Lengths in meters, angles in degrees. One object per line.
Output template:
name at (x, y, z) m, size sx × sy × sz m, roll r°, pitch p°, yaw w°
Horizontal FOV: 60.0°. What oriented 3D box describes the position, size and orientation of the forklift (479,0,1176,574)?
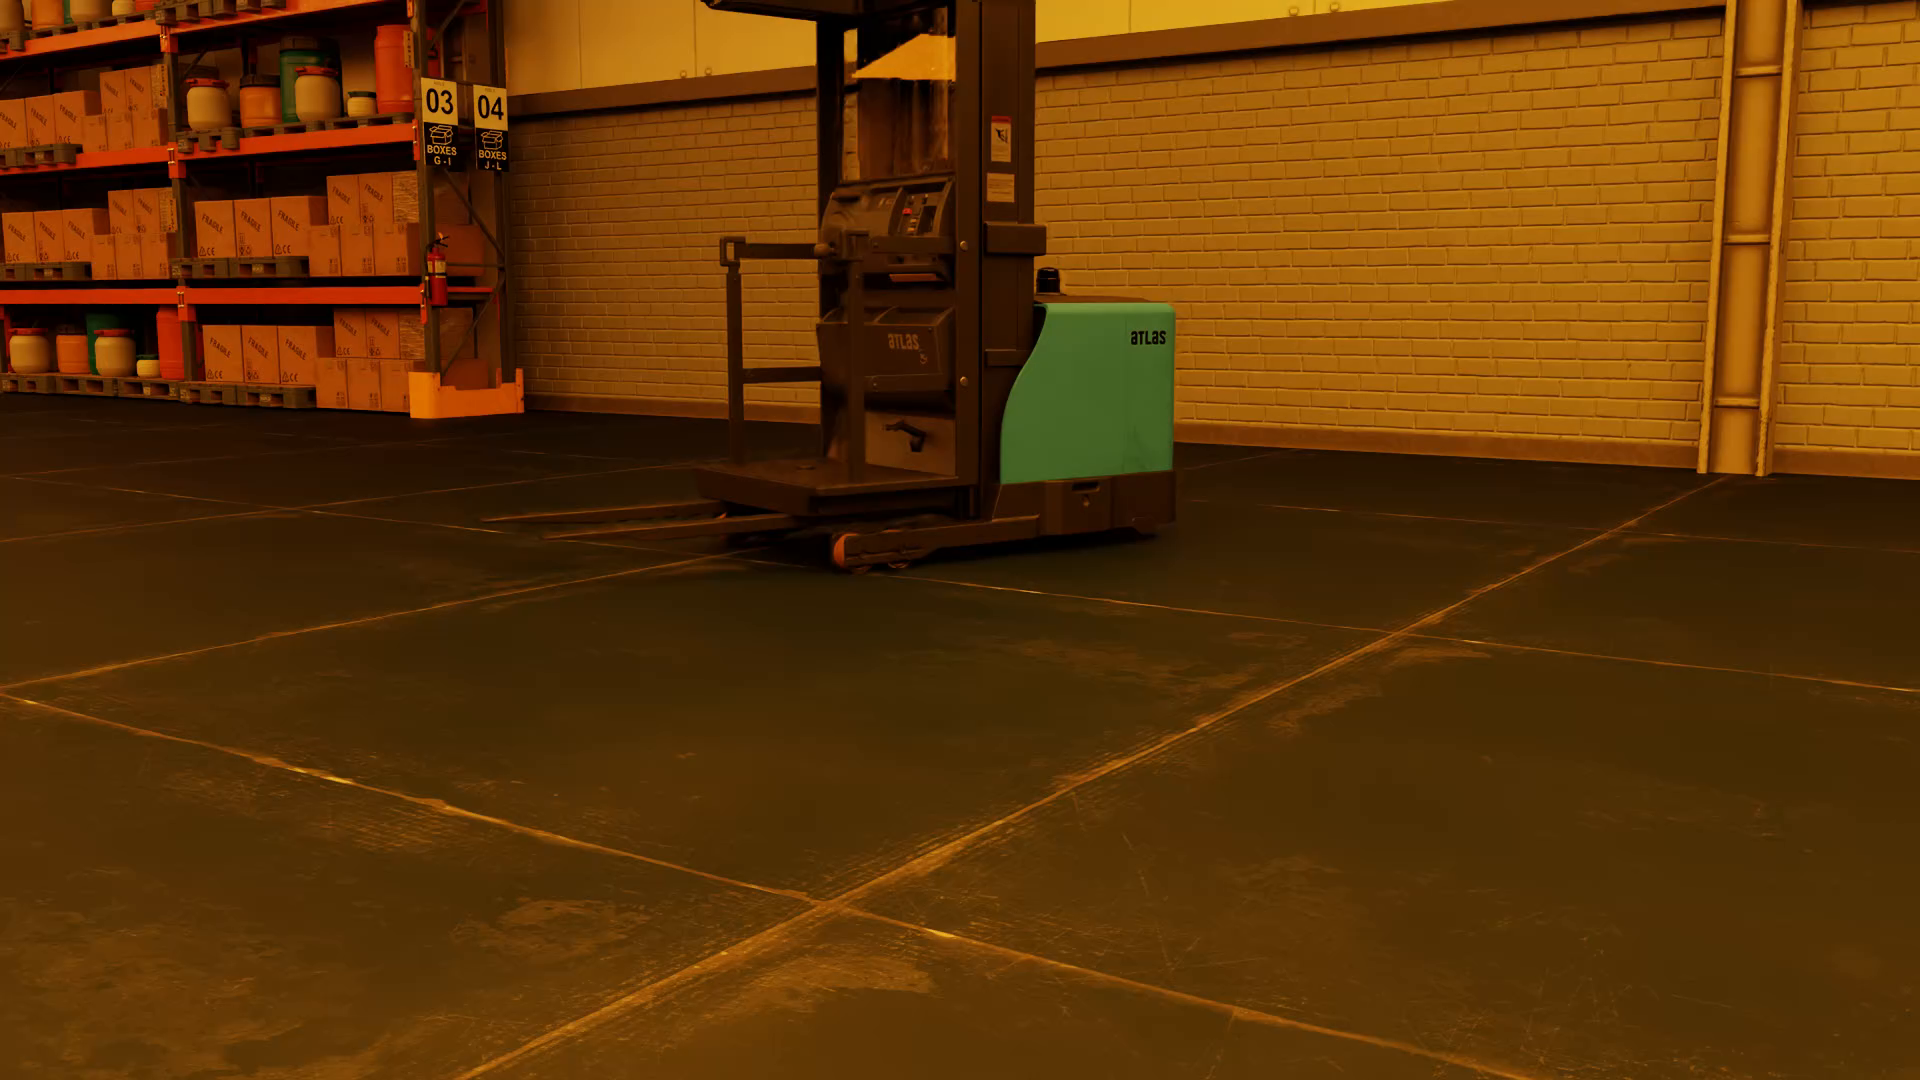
forklift at (-0.491, -1.400, 7.039) m, size 3.031 × 2.935 × 1.130 m, roll -6°, pitch 10°, yaw -36°
